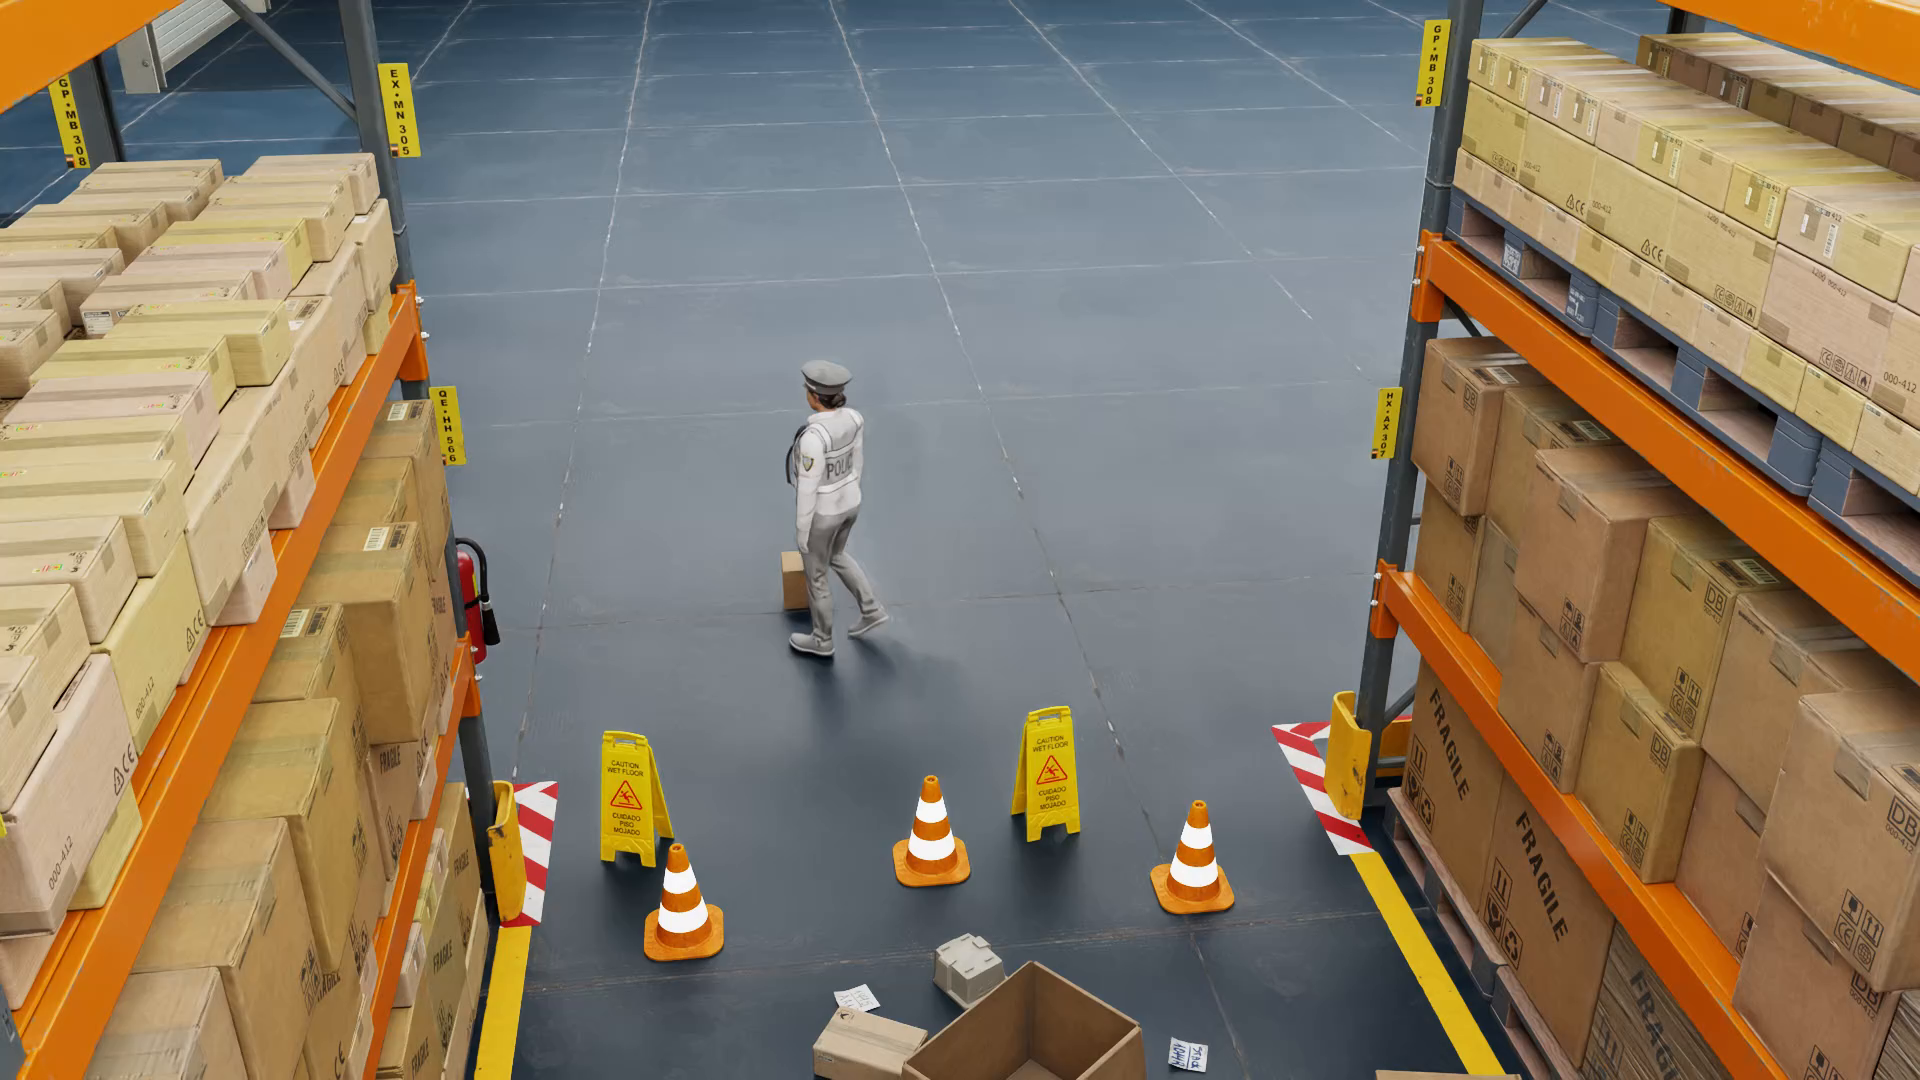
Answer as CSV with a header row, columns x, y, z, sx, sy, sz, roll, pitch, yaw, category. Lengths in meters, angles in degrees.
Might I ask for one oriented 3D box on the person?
x,y,z,sx,sy,sz,roll,pitch,yaw,category
-0.690,-0.147,8.873,0.485,1.672,0.516,16,32,29,person
